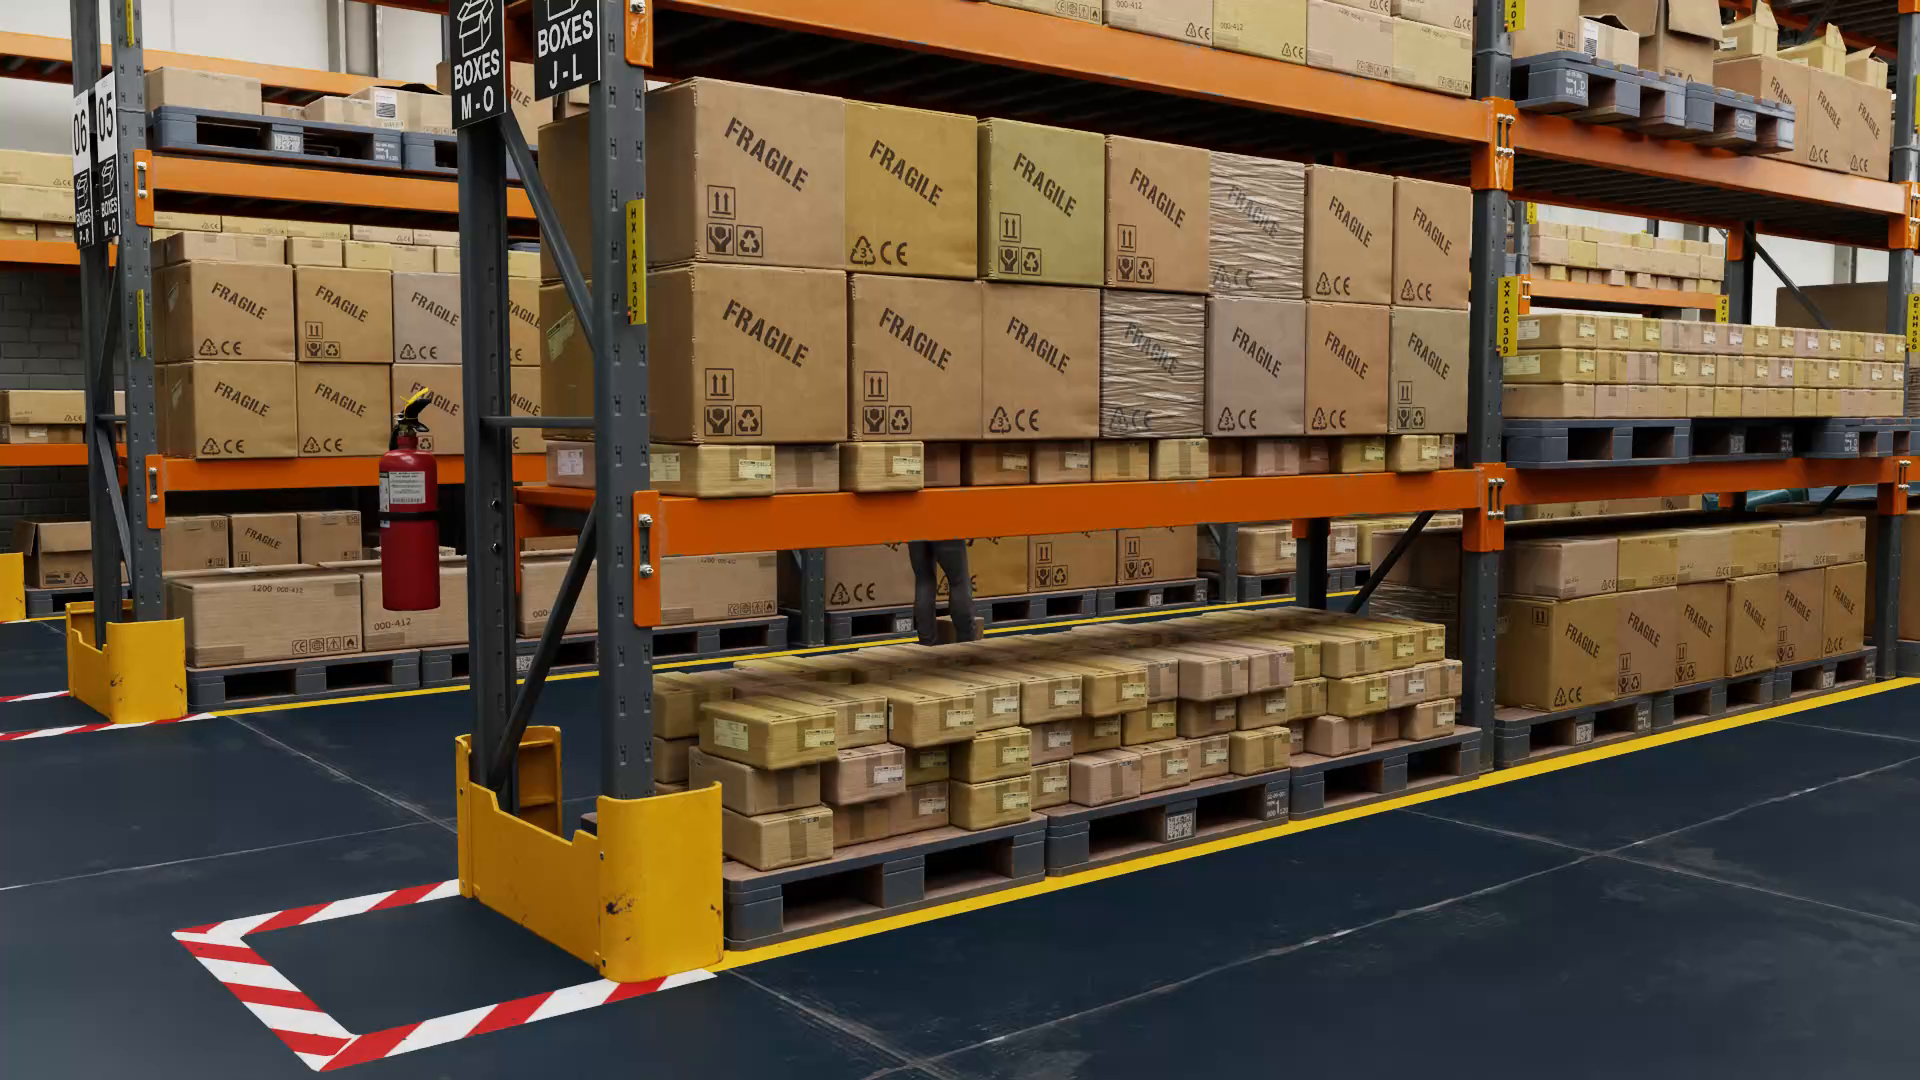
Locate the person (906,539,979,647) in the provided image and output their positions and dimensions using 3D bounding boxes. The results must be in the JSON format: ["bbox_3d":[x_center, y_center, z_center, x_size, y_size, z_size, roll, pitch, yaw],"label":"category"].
[{"bbox_3d":[-0.103,-0.080,10.207,0.569,1.655,0.504,3,6,37],"label":"person"}]
